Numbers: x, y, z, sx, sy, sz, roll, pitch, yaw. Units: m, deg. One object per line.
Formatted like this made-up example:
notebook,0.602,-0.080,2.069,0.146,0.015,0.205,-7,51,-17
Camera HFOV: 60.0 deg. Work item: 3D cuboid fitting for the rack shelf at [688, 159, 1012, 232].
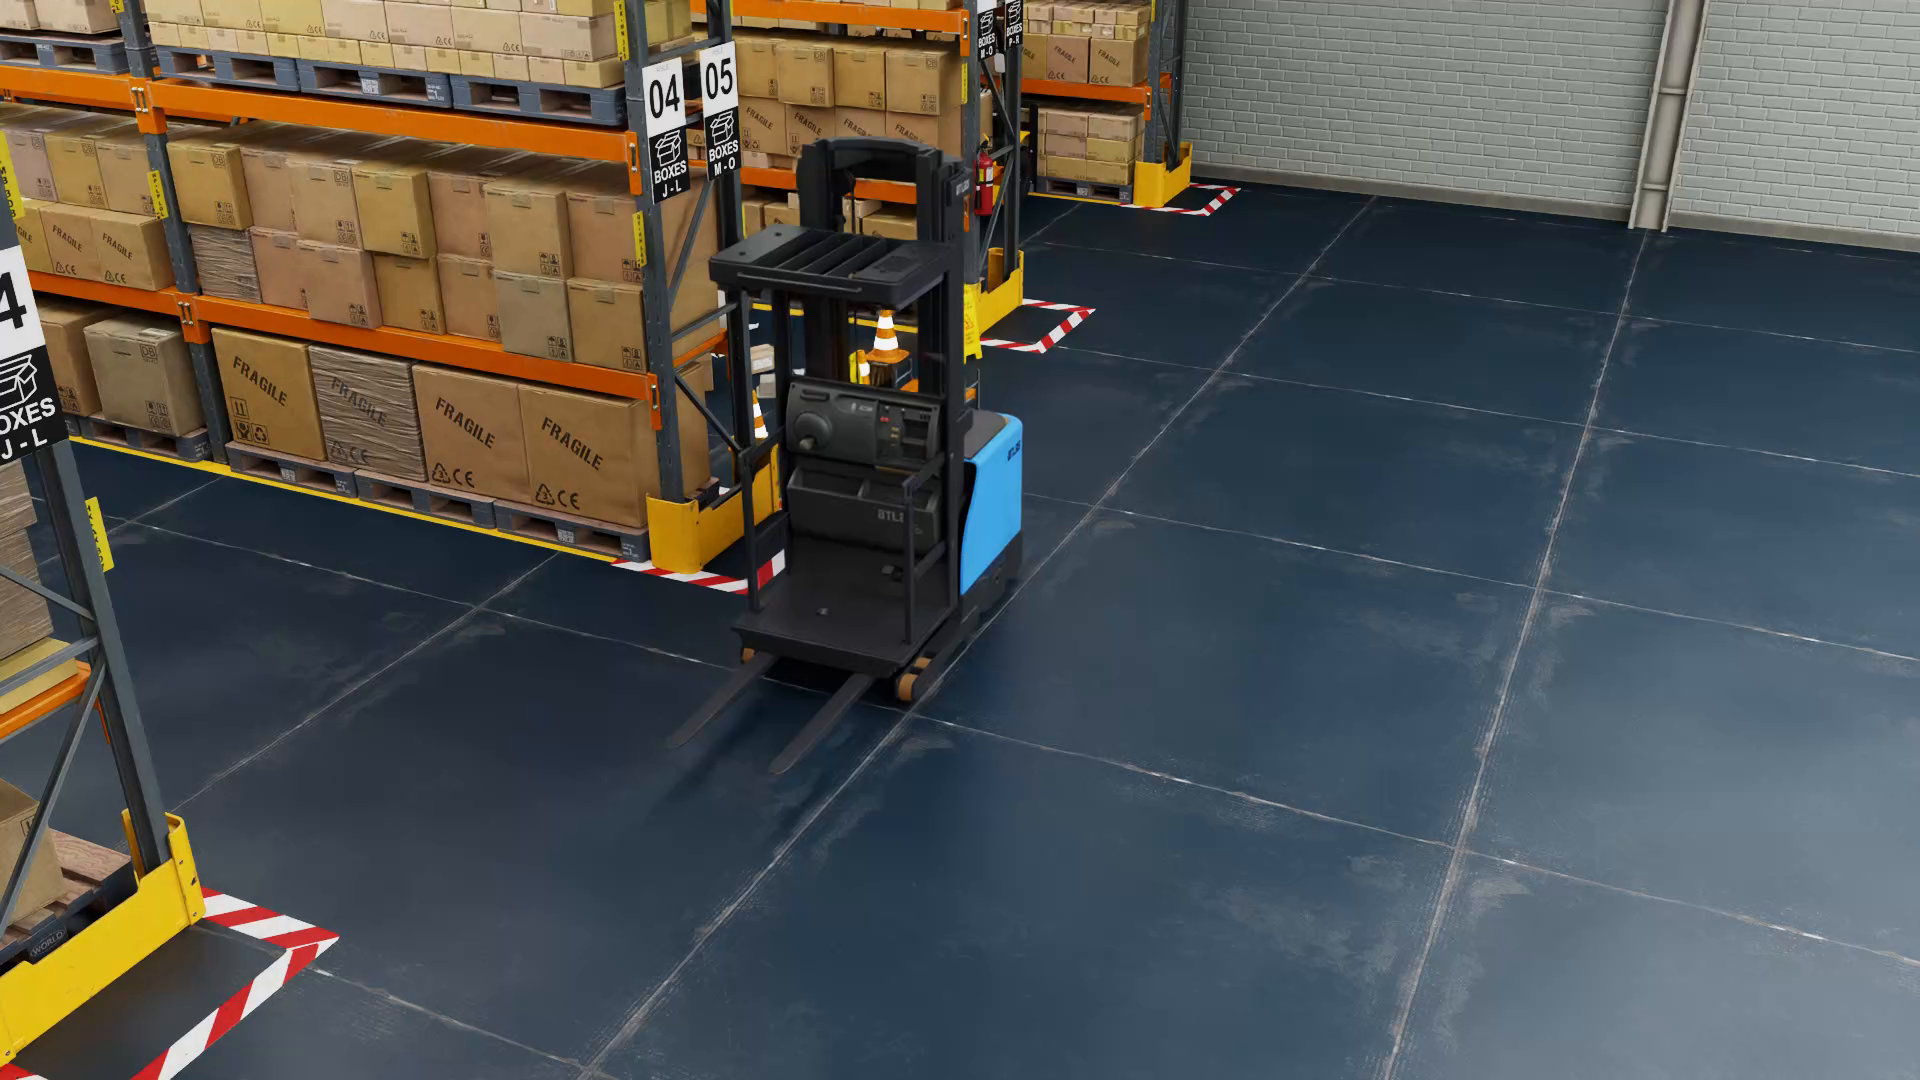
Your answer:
rack shelf,-1.533,-3.434,15.644,4.000,0.370,1.077,11,28,22

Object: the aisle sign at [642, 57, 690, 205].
aisle sign,-1.729,-2.415,9.816,0.004,0.787,0.394,11,28,22

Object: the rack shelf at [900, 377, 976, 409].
rack shelf,-0.151,-0.921,10.873,0.480,0.148,0.258,11,28,22

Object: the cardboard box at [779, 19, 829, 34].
cardboard box,-1.855,-6.263,20.179,0.500,0.250,0.500,11,28,21

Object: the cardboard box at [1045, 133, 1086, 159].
cardboard box,1.314,-4.626,19.322,0.500,0.250,0.500,11,28,21

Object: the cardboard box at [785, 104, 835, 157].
cardboard box,-1.229,-3.744,15.009,0.500,0.500,0.500,11,28,22

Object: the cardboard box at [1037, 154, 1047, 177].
cardboard box,0.880,-4.491,19.614,0.500,0.250,0.500,12,29,22

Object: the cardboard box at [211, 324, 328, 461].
cardboard box,-4.767,-1.206,12.233,0.875,0.875,0.875,12,29,23

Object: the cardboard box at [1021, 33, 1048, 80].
cardboard box,0.847,-5.609,19.134,0.500,0.500,0.500,11,28,21

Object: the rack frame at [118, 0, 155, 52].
rack frame,-5.311,-4.805,10.822,0.127,3.000,1.000,11,28,22

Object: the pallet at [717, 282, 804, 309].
pallet,-1.613,-2.541,16.171,1.213,0.211,1.003,11,28,22

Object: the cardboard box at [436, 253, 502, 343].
cardboard box,-2.994,-1.744,11.227,0.550,0.550,0.875,11,28,22

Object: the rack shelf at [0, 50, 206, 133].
rack shelf,-7.131,-3.502,12.387,4.000,0.370,1.077,11,28,22

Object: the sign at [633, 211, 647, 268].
sign,-1.907,-1.793,9.916,0.005,0.325,0.100,11,28,22

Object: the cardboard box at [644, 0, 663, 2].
cardboard box,-1.842,-3.395,10.148,0.250,0.149,0.380,12,29,22

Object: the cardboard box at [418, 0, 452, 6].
cardboard box,-3.040,-3.318,9.990,0.250,0.149,0.380,11,28,22

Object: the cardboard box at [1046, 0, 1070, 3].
cardboard box,1.182,-6.198,19.258,0.250,0.149,0.380,12,29,23

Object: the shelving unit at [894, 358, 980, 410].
shelving unit,-0.151,-0.569,11.046,0.503,1.200,0.258,11,28,22

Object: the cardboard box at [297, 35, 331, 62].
cardboard box,-3.960,-3.145,10.541,0.250,0.149,0.380,11,28,22

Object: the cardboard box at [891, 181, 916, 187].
cardboard box,-0.418,-3.263,14.765,0.250,0.149,0.380,11,28,21

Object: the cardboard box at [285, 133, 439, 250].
cardboard box,-4.006,-2.376,11.289,0.550,0.550,0.875,11,28,22

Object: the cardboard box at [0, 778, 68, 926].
cardboard box,-4.376,1.406,7.354,0.500,0.500,0.500,17,31,31

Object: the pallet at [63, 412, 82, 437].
pallet,-7.159,-1.196,13.440,1.213,0.211,1.003,11,28,22

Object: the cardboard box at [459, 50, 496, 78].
cardboard box,-2.806,-2.913,10.070,0.250,0.149,0.380,12,29,22

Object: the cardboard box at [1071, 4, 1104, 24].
cardboard box,1.439,-5.907,18.668,0.250,0.149,0.380,12,29,23

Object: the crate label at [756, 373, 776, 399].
crate label,-1.529,-1.277,13.689,0.298,0.136,0.250,-2,26,-5

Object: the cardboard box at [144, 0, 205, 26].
cardboard box,-4.982,-3.557,10.927,0.500,0.250,0.500,12,28,22

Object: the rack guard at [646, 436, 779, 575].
rack guard,-1.648,-0.257,11.205,0.348,0.500,1.175,11,28,22

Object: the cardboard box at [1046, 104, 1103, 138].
cardboard box,1.323,-4.841,19.192,0.500,0.250,0.500,12,29,23

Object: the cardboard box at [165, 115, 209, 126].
cardboard box,-8.400,-4.414,18.749,0.875,0.875,0.875,12,29,22

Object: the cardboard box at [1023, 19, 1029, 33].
cardboard box,0.729,-5.899,18.988,0.250,0.149,0.380,12,28,22

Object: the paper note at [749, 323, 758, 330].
paper note,-1.921,-1.952,15.181,0.148,0.019,0.142,2,26,4

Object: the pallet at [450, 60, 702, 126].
pallet,-2.349,-2.820,10.286,1.213,0.211,1.003,11,28,22

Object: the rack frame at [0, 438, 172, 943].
rack frame,-3.815,0.593,6.649,0.127,3.000,1.000,11,28,22

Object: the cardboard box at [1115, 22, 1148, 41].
cardboard box,1.907,-5.674,18.532,0.250,0.149,0.380,12,29,23

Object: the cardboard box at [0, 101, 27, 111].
cardboard box,-7.619,-3.068,12.840,0.500,0.500,0.700,11,28,21

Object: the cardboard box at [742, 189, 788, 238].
cardboard box,-1.965,-3.009,15.754,0.500,0.500,0.500,13,29,24

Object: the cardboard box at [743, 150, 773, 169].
cardboard box,-1.798,-3.551,15.351,0.250,0.149,0.380,11,28,22

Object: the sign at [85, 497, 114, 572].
sign,-3.590,-0.013,6.901,0.005,0.325,0.100,11,28,22

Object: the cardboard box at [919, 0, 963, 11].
cardboard box,-0.153,-4.577,14.039,0.250,0.149,0.380,11,28,22

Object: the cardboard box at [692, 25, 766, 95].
cardboard box,-2.141,-4.377,15.162,0.500,0.500,0.700,11,28,21

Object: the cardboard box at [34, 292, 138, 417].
cardboard box,-6.790,-1.548,13.070,0.750,0.750,1.050,11,28,22

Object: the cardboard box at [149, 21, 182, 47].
cardboard box,-5.120,-3.377,11.013,0.250,0.149,0.380,11,28,21

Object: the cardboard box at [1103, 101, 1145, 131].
cardboard box,1.980,-4.955,19.424,0.500,0.250,0.500,11,28,21

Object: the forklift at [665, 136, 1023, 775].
forklift,-0.632,-0.610,9.170,1.130,2.935,3.031,10,28,20

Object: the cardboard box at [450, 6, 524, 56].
cardboard box,-2.686,-3.097,9.992,0.500,0.250,0.500,11,28,22

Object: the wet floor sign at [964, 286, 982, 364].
wet floor sign,0.017,-1.870,14.318,0.232,0.644,0.267,23,35,39
